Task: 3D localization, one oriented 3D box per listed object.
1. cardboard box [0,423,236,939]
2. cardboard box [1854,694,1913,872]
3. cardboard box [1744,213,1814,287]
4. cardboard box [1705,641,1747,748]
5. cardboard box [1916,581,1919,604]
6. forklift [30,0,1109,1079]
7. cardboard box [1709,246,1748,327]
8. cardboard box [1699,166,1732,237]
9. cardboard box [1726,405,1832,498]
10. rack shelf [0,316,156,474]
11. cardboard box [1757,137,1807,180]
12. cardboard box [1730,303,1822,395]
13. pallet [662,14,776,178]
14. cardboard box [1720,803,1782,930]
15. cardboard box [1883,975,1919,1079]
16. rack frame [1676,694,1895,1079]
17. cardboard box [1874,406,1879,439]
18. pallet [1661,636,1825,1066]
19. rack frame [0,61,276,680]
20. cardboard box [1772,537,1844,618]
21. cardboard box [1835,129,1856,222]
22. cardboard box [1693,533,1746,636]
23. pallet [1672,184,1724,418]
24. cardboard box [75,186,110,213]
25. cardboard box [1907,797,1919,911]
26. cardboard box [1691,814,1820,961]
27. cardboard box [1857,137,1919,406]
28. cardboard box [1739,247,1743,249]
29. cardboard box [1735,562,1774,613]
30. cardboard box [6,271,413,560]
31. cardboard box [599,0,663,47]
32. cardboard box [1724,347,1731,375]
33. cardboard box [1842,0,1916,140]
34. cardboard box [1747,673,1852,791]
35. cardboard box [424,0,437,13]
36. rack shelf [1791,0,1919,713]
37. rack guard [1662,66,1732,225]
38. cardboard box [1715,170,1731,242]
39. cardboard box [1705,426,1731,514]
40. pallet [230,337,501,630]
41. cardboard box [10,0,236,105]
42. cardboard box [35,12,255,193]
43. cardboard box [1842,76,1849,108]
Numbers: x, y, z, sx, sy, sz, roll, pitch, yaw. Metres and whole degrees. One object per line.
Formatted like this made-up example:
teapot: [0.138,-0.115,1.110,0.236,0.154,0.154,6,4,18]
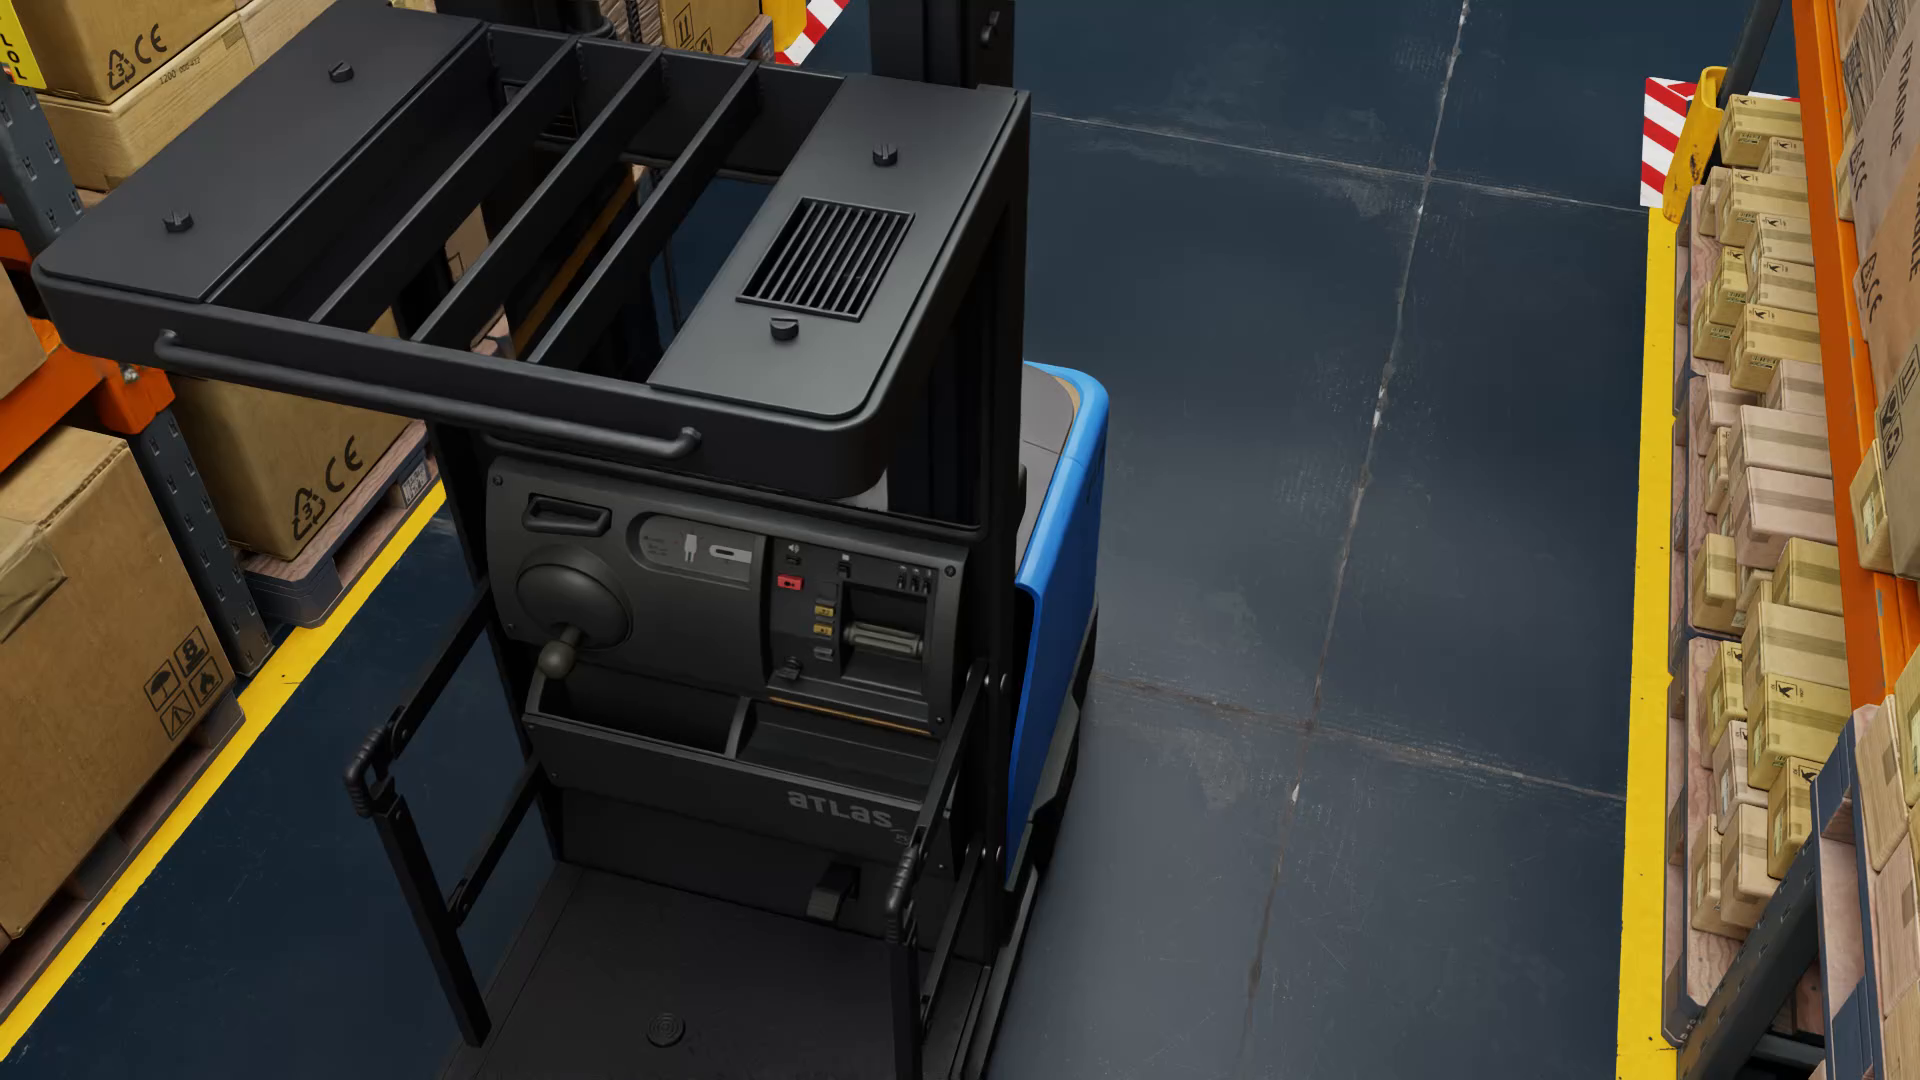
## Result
cardboard box: [-2.693,0.227,4.092,1.225,0.875,0.875,13,46,13]
cardboard box: [1.621,0.410,2.566,0.380,0.149,0.250,11,45,11]
cardboard box: [2.744,-0.895,5.332,0.380,0.149,0.250,10,45,11]
cardboard box: [2.105,0.425,4.197,0.380,0.149,0.250,11,45,11]
cardboard box: [2.042,0.155,3.127,0.380,0.149,0.250,12,46,12]
forklift: [-0.503,0.206,2.943,1.130,2.935,3.031,11,45,11]
cardboard box: [2.679,-0.803,5.452,0.380,0.149,0.250,14,46,14]
cardboard box: [2.926,-1.211,6.081,0.380,0.149,0.250,13,46,13]
cardboard box: [2.363,-0.216,4.639,0.380,0.149,0.250,11,45,11]
rack shelf: [-3.124,0.777,2.825,1.077,0.370,4.000,13,46,13]
cardboard box: [2.939,-1.218,5.663,0.380,0.149,0.250,13,46,13]
cardboard box: [2.528,-0.546,4.976,0.380,0.149,0.250,13,46,13]
pallet: [-1.474,-1.933,7.074,1.003,0.211,1.213,13,46,13]
cardboard box: [1.971,0.790,3.823,0.380,0.149,0.250,13,46,13]
cardboard box: [1.463,0.762,2.206,0.380,0.149,0.250,13,46,13]
rack frame: [2.179,0.305,2.794,1.000,3.000,0.127,13,46,13]
cardboard box: [2.154,-0.205,3.495,0.380,0.149,0.250,14,46,14]
pallet: [2.348,0.847,4.234,1.003,0.211,1.213,13,46,13]
rack frame: [-2.518,-0.813,3.936,1.000,3.000,0.127,13,46,13]
cardboard box: [2.299,0.166,4.248,0.380,0.149,0.250,14,46,14]
cardboard box: [2.447,-0.903,4.207,0.380,0.149,0.250,13,46,13]
cardboard box: [2.286,0.150,4.690,0.380,0.149,0.250,12,46,12]
pallet: [3.087,-0.780,5.896,1.003,0.211,1.213,13,46,13]
cardboard box: [-2.111,-0.850,4.153,0.380,0.149,0.250,13,46,13]
cardboard box: [1.544,0.477,2.285,0.380,0.149,0.250,12,46,12]
cardboard box: [1.973,0.840,3.985,0.380,0.149,0.250,13,46,13]
cardboard box: [2.214,-0.565,3.399,0.500,0.500,0.500,11,46,11]
cardboard box: [2.856,-0.852,5.714,0.380,0.149,0.250,13,46,13]
cardboard box: [2.333,0.105,4.524,0.380,0.149,0.250,14,46,13]
cardboard box: [-2.242,-0.627,4.965,0.875,0.875,0.875,13,46,13]
cardboard box: [-1.700,-1.820,6.184,0.875,0.875,0.875,13,46,13]
cardboard box: [2.688,-0.515,5.369,0.380,0.149,0.250,13,46,13]
cardboard box: [2.544,-1.236,4.084,0.500,0.500,0.500,11,46,11]
cardboard box: [2.078,0.490,3.917,0.380,0.149,0.250,13,46,13]
cardboard box: [-1.719,-1.714,5.036,0.380,0.149,0.250,13,46,13]
rack shelf: [2.784,-0.771,4.408,1.077,0.370,4.000,13,46,13]
rack guard: [3.367,-1.417,6.341,1.175,0.500,0.348,13,46,13]
cardboard box: [2.850,-1.133,5.789,0.380,0.149,0.250,12,46,12]
cardboard box: [2.471,-0.177,5.024,0.380,0.149,0.250,13,46,13]
pallet: [-2.213,-0.307,5.412,1.003,0.211,1.213,13,46,13]
cardboard box: [-2.129,-1.399,3.893,0.500,0.500,0.500,13,46,13]
cardboard box: [-2.126,-1.123,4.148,0.500,0.250,0.500,12,46,12]
cardboard box: [2.654,-1.243,4.555,0.380,0.149,0.250,12,46,12]
